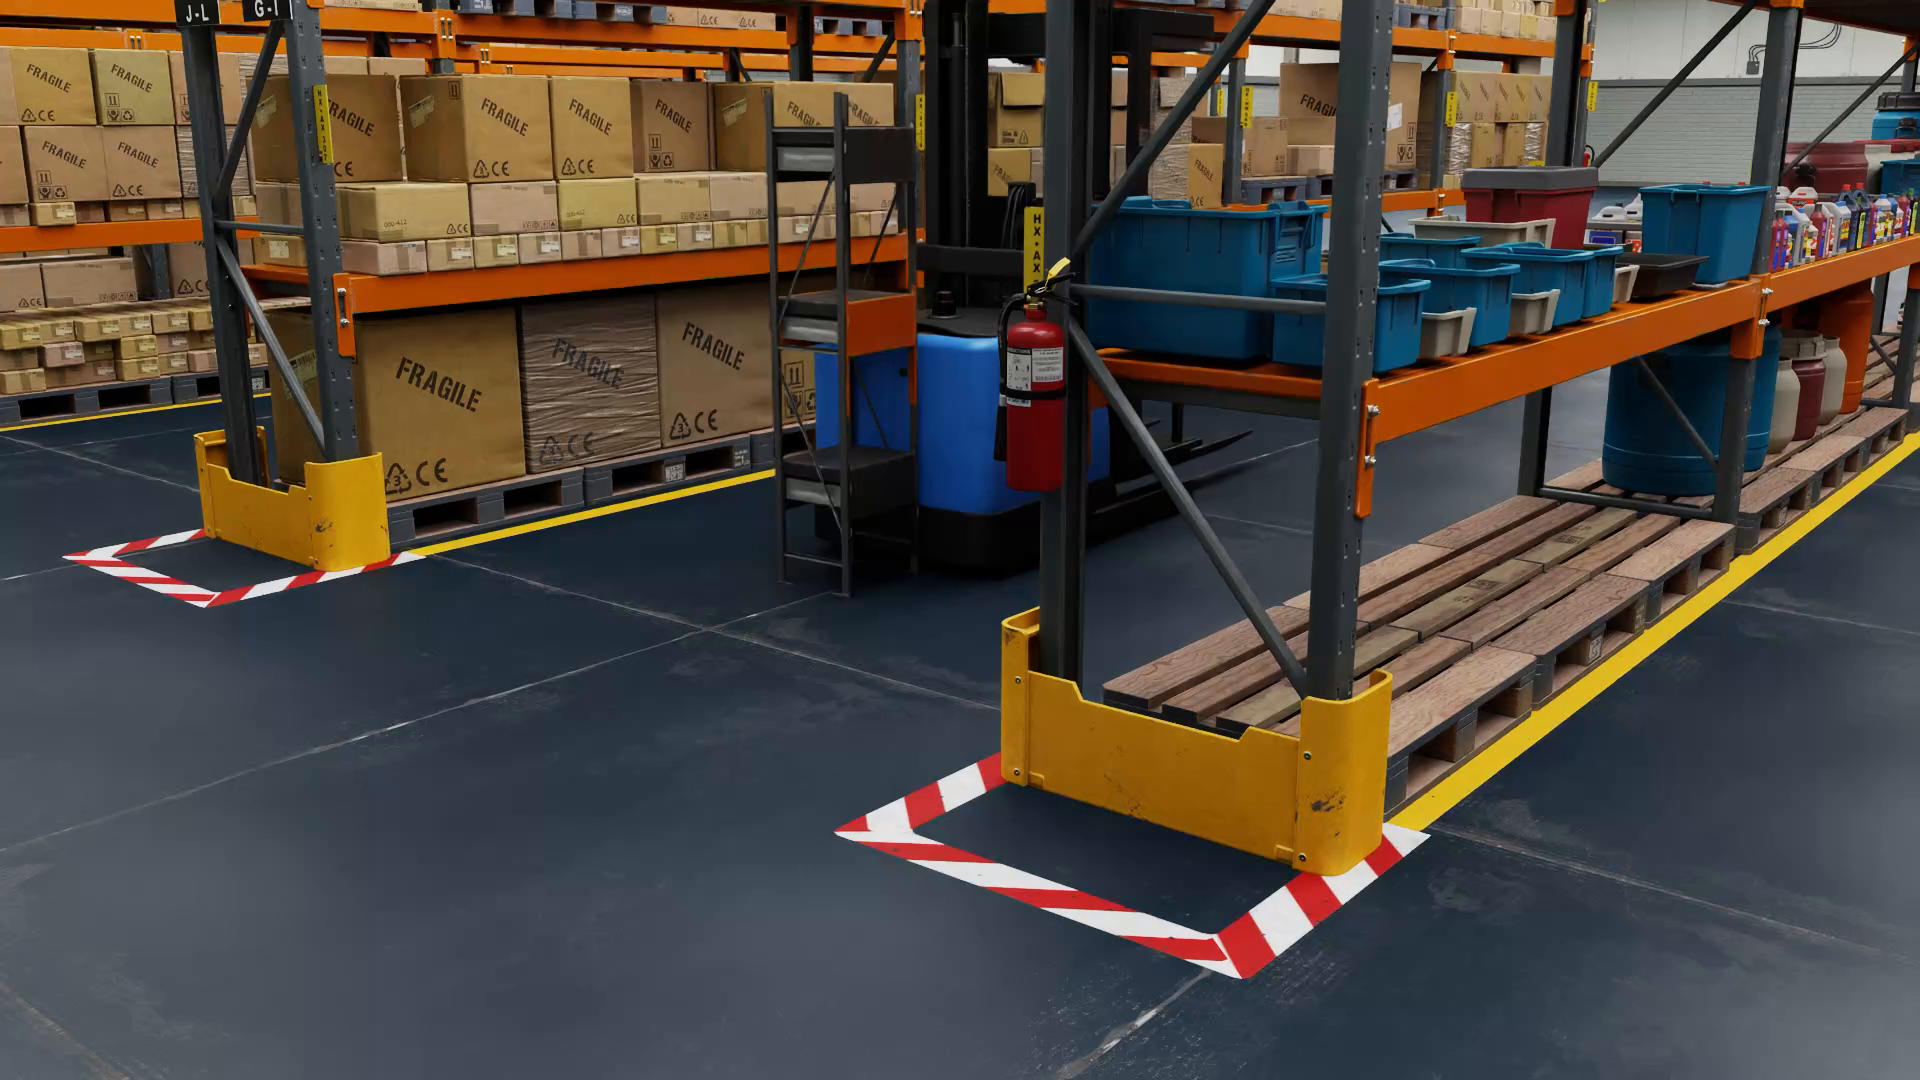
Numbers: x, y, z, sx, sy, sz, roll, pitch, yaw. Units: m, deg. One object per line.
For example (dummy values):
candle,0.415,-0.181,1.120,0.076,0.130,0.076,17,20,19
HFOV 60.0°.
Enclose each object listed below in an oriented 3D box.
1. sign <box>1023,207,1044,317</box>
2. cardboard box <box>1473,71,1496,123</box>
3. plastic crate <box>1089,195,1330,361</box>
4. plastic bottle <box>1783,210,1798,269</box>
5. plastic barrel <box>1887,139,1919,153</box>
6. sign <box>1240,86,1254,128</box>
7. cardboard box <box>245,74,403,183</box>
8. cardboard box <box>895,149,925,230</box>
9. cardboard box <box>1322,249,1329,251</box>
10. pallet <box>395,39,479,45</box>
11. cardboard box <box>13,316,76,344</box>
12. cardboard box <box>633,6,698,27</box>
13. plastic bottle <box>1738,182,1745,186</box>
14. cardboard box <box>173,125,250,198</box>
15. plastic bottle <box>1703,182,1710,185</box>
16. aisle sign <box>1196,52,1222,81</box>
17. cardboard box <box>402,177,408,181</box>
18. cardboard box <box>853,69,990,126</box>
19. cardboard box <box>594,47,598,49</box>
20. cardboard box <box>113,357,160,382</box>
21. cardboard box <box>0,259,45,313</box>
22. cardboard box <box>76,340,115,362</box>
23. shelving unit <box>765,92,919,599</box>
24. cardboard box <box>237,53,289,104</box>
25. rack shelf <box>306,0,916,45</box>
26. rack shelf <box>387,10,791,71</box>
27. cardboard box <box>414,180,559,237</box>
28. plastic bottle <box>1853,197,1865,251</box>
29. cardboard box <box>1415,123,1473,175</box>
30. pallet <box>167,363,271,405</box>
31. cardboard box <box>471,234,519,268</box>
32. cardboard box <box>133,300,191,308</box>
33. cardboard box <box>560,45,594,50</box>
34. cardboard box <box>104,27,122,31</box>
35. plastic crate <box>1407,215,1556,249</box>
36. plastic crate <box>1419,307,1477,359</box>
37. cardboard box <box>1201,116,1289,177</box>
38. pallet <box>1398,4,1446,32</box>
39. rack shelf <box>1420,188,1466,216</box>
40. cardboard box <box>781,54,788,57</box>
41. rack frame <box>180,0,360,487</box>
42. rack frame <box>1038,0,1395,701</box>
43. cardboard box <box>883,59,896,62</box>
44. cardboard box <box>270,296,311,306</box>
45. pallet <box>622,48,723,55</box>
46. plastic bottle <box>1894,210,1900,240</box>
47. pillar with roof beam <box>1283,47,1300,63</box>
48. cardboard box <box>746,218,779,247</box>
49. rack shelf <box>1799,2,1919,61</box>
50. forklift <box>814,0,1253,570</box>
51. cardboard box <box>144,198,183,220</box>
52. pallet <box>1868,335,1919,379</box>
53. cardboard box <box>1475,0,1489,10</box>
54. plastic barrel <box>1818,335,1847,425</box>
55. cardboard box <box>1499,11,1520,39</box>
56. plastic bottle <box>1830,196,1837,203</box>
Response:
sign,0.231,-0.823,4.939,0.100,0.325,0.005,11,18,38
cardboard box,5.153,-4.547,17.090,0.500,0.500,0.500,11,18,38
plastic crate,0.735,-0.801,4.991,0.616,0.435,0.499,11,18,38
plastic bottle,3.949,-1.439,7.956,0.097,0.271,0.097,0,14,0
plastic barrel,7.440,-2.877,13.078,0.433,0.535,0.433,0,14,0
sign,2.279,-3.436,13.206,0.100,0.325,0.005,11,18,38
cardboard box,-3.081,-1.997,8.070,0.500,0.500,0.500,12,18,38
cardboard box,-0.186,-2.292,10.851,0.500,0.500,0.500,11,18,38
cardboard box,3.956,-2.614,16.504,0.700,0.500,0.500,10,17,33
pallet,-6.226,-5.725,18.857,1.213,0.211,1.003,12,19,40
cardboard box,-6.304,-1.445,11.446,0.380,0.149,0.250,12,18,39
cardboard box,-2.732,-4.908,15.056,0.500,0.500,0.500,11,18,38
plastic bottle,4.402,-1.844,9.389,0.144,0.351,0.185,11,18,38
cardboard box,-5.531,-2.748,12.041,0.500,0.500,0.500,11,18,36
plastic bottle,4.199,-1.842,9.381,0.144,0.351,0.185,11,18,38
aisle sign,3.357,-6.507,22.363,0.394,0.787,0.004,11,18,38
cardboard box,-2.766,-1.731,8.544,0.500,0.250,0.500,11,18,37
cardboard box,-0.274,-2.853,11.020,0.797,0.503,0.637,11,18,36
cardboard box,-5.906,-8.140,26.716,0.797,0.503,0.637,12,19,39
cardboard box,-5.902,-1.231,11.815,0.380,0.149,0.250,12,18,38
cardboard box,-9.417,-2.415,15.886,0.875,0.438,0.875,11,18,36
cardboard box,-6.147,-1.346,11.663,0.380,0.149,0.250,12,18,38
shelving unit,-0.495,-0.844,7.182,0.431,2.100,0.503,10,17,34
cardboard box,-5.202,-3.331,12.305,0.500,0.500,0.500,12,18,39
rack shelf,-1.926,-2.917,8.880,1.077,0.370,4.000,11,18,38
rack shelf,-3.206,-4.469,14.993,1.077,0.370,4.000,11,18,38
cardboard box,-2.350,-1.651,8.229,0.500,0.250,0.500,11,18,37
plastic bottle,4.857,-1.714,9.015,0.061,0.283,0.133,11,18,38
cardboard box,4.690,-3.996,16.952,0.875,0.500,0.500,11,18,38
pallet,-5.624,-1.261,12.658,1.003,0.211,1.213,11,18,38
cardboard box,-2.383,-1.422,8.139,0.380,0.149,0.250,11,18,36
cardboard box,-5.986,-1.708,12.482,0.380,0.149,0.250,11,18,36
cardboard box,-4.927,-6.294,20.506,0.797,0.503,0.637,11,18,38
cardboard box,-10.591,-6.488,20.974,0.380,0.149,0.250,12,19,39
plastic crate,2.080,-1.136,6.620,0.437,0.282,0.530,11,18,38
plastic crate,1.347,-0.608,4.838,0.250,0.136,0.298,11,18,38
cardboard box,2.426,-3.444,14.534,0.500,0.500,0.700,-13,19,-41
pallet,3.888,-4.988,15.953,1.213,0.211,1.003,11,18,38
rack shelf,5.616,-3.761,18.296,1.077,0.370,4.000,11,18,38
cardboard box,-2.496,-6.762,23.066,0.380,0.149,0.250,12,19,39
rack frame,-3.183,-1.428,7.653,1.000,3.000,0.127,11,18,38
rack frame,0.669,-0.662,4.636,1.000,3.000,0.127,11,18,38
cardboard box,-1.166,-7.148,24.587,0.380,0.149,0.250,12,19,39
cardboard box,-5.087,-1.775,12.748,0.380,0.149,0.250,10,17,35
pallet,-3.820,-6.521,21.990,1.213,0.211,1.003,11,18,38
plastic bottle,5.482,-1.872,9.804,0.097,0.201,0.097,0,14,0
pillar with roof beam,12.596,-13.637,43.528,9.100,9.000,0.400,11,18,38
cardboard box,-1.252,-1.766,9.494,0.380,0.149,0.250,12,18,39
rack shelf,6.954,-3.682,11.894,1.077,0.370,4.000,11,18,38
forklift,0.573,-1.596,8.453,1.130,2.935,3.031,10,17,34
cardboard box,-5.757,-2.365,11.851,0.380,0.149,0.250,11,18,36
pallet,7.748,-1.452,13.410,1.003,0.211,1.213,11,18,38
cardboard box,5.105,-5.426,16.792,0.380,0.149,0.250,11,18,38
plastic barrel,5.118,-0.973,10.063,0.421,0.512,0.421,0,14,0
cardboard box,5.490,-5.350,17.302,0.500,0.250,0.500,10,18,35
plastic bottle,4.828,-1.762,9.204,0.061,0.283,0.133,11,18,38
